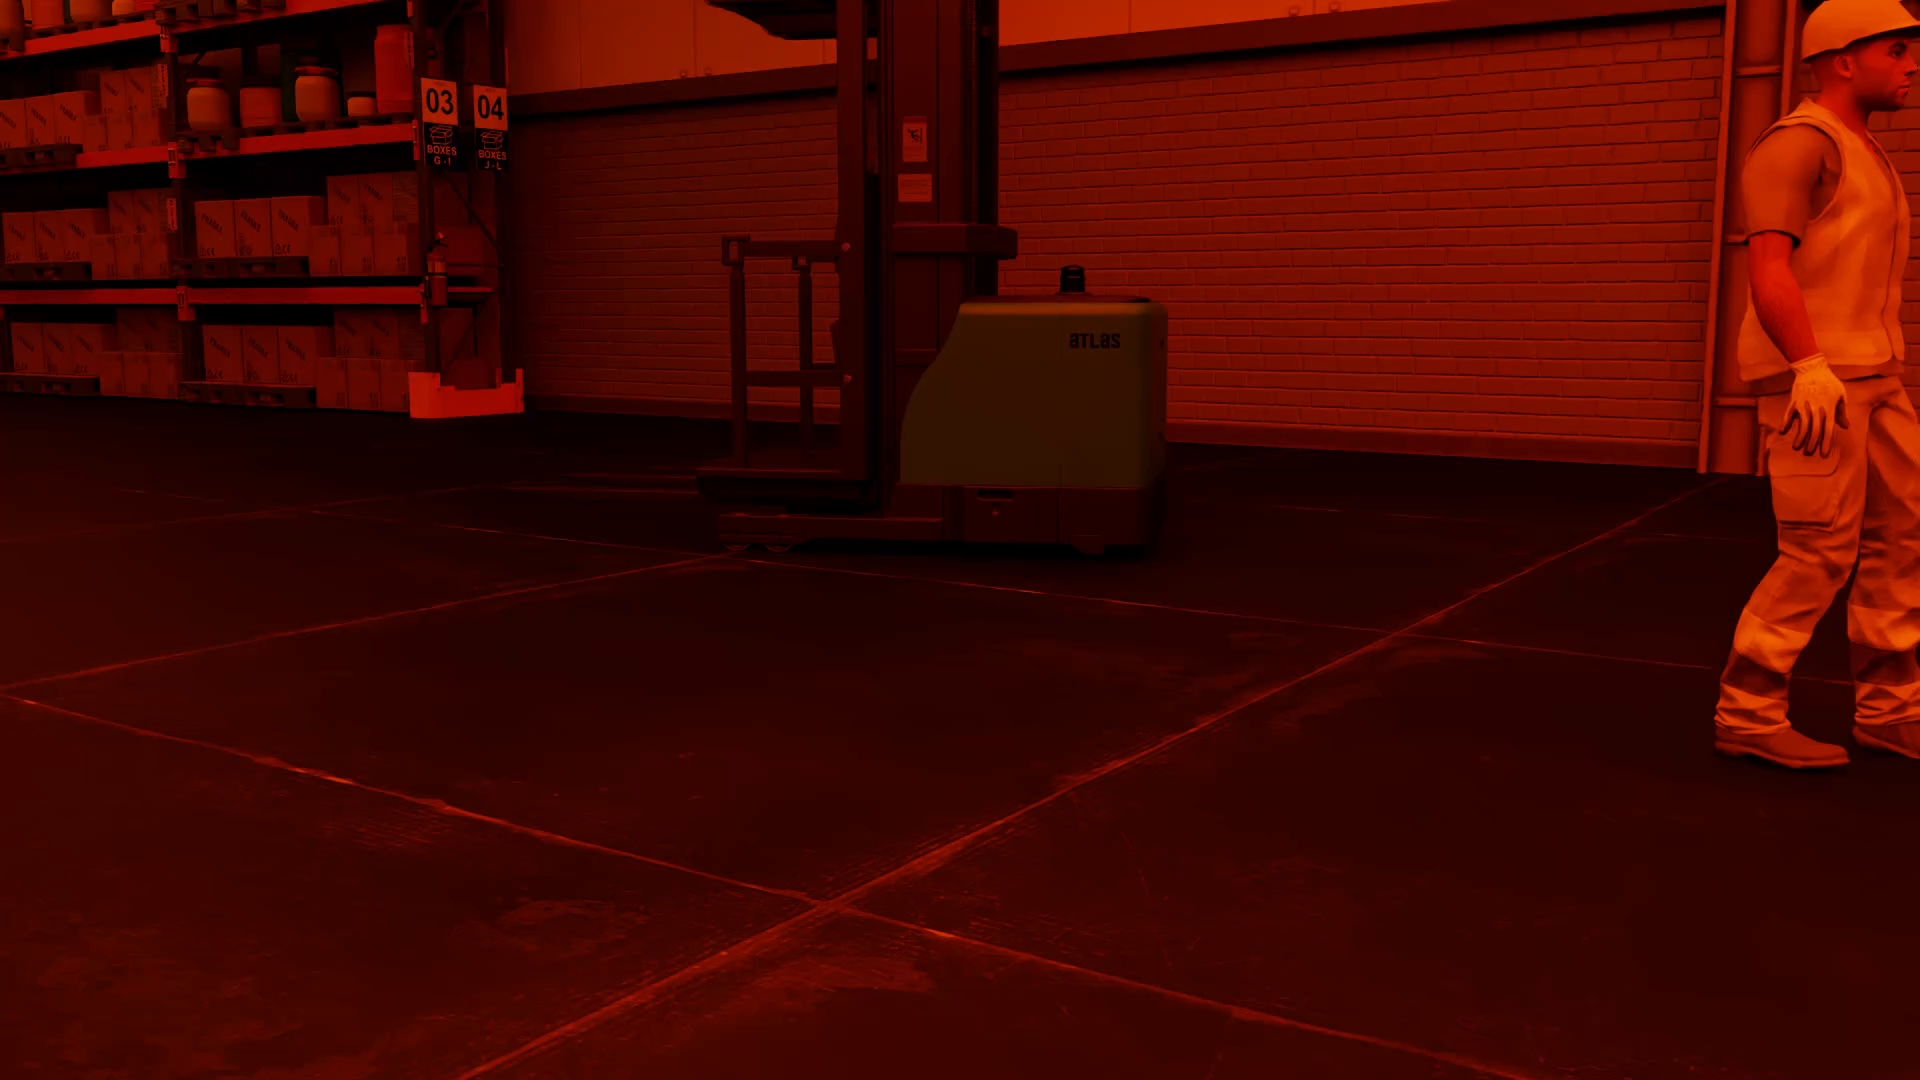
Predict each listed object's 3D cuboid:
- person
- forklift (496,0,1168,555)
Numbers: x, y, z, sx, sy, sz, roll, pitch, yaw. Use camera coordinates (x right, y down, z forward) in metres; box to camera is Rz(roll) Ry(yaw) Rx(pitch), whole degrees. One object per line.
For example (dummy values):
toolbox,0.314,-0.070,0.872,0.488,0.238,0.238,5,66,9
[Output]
person,2.071,-0.333,3.806,0.629,1.819,0.513,-8,11,-44
forklift,-0.596,-1.469,7.520,3.031,2.935,1.130,2,8,12
